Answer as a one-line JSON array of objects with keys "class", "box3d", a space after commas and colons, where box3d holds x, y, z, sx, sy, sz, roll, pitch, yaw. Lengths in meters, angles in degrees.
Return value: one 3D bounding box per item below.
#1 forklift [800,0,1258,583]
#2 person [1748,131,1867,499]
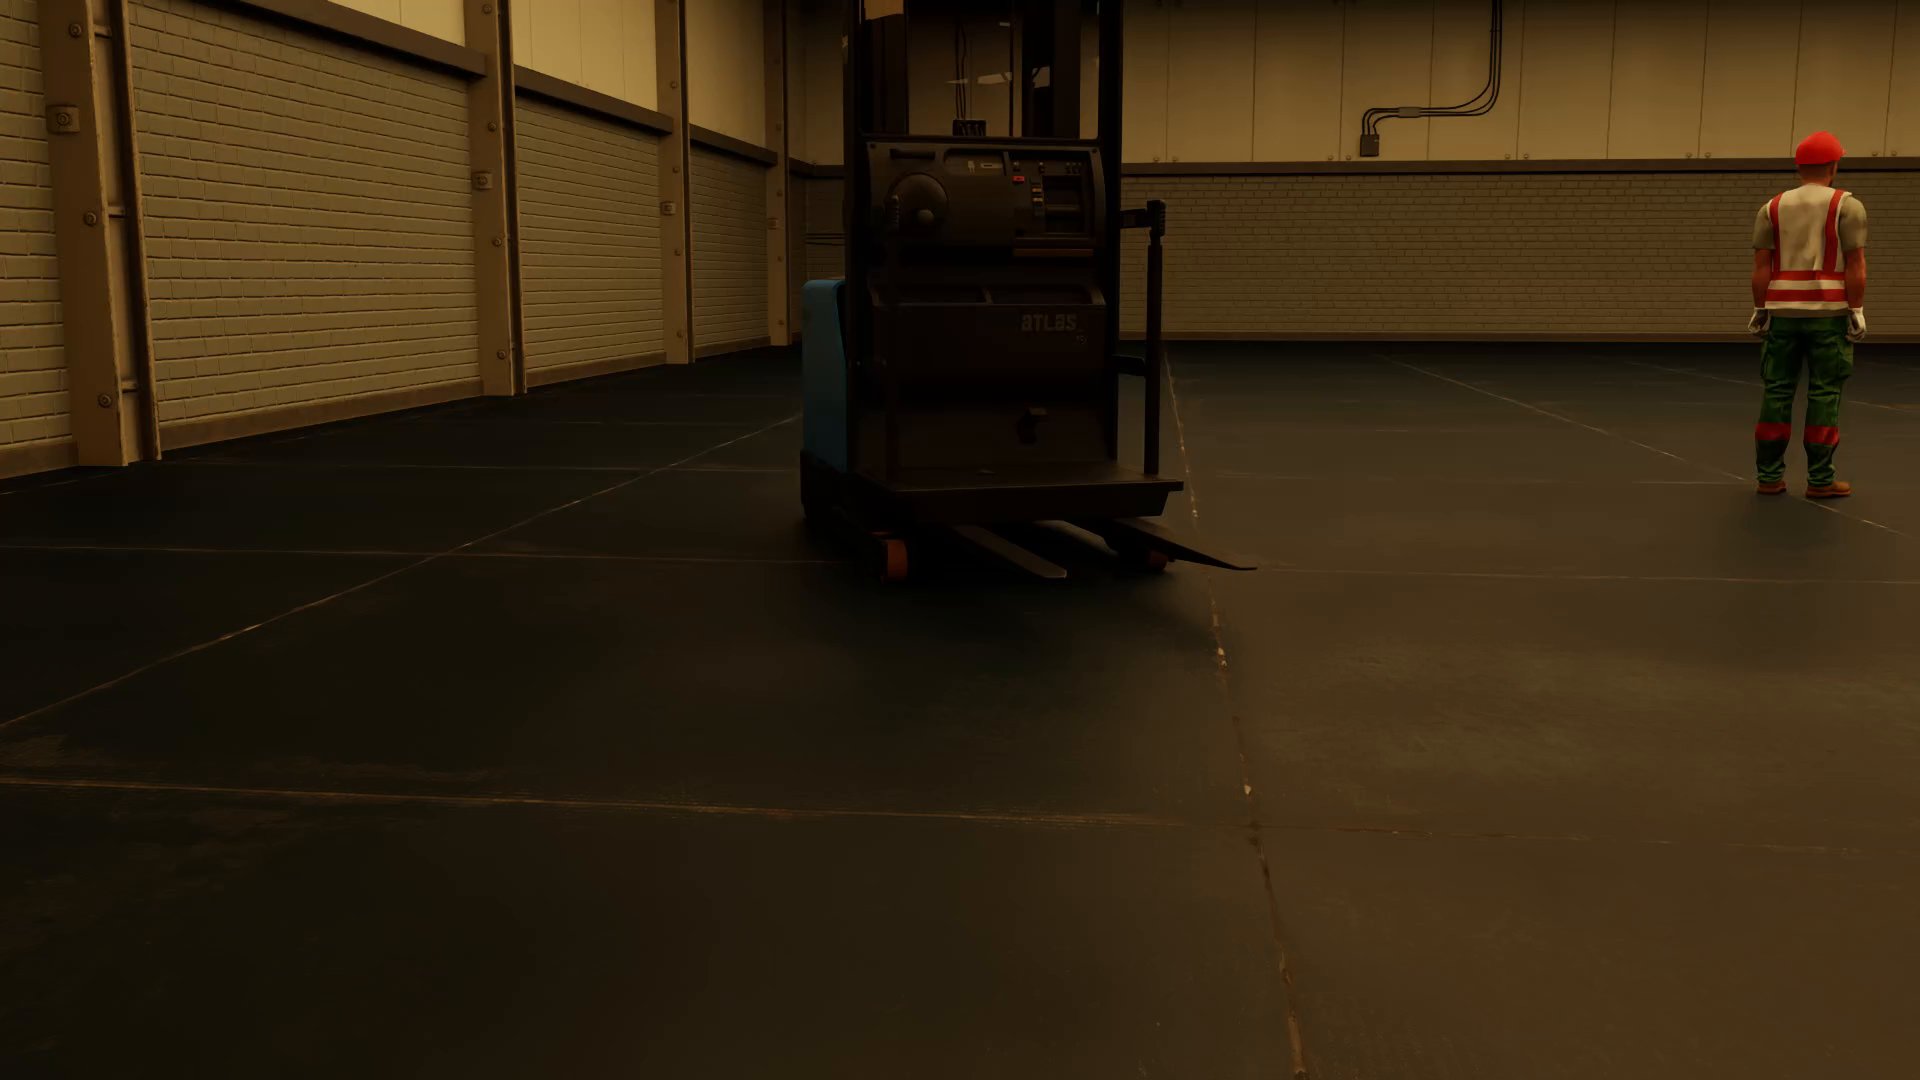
[{"class": "forklift", "box3d": [0.164, -1.357, 6.148, 1.130, 2.935, 3.031, -2, 9, -15]}, {"class": "person", "box3d": [4.239, -1.117, 8.301, 0.546, 1.795, 0.366, 9, 12, 44]}]
